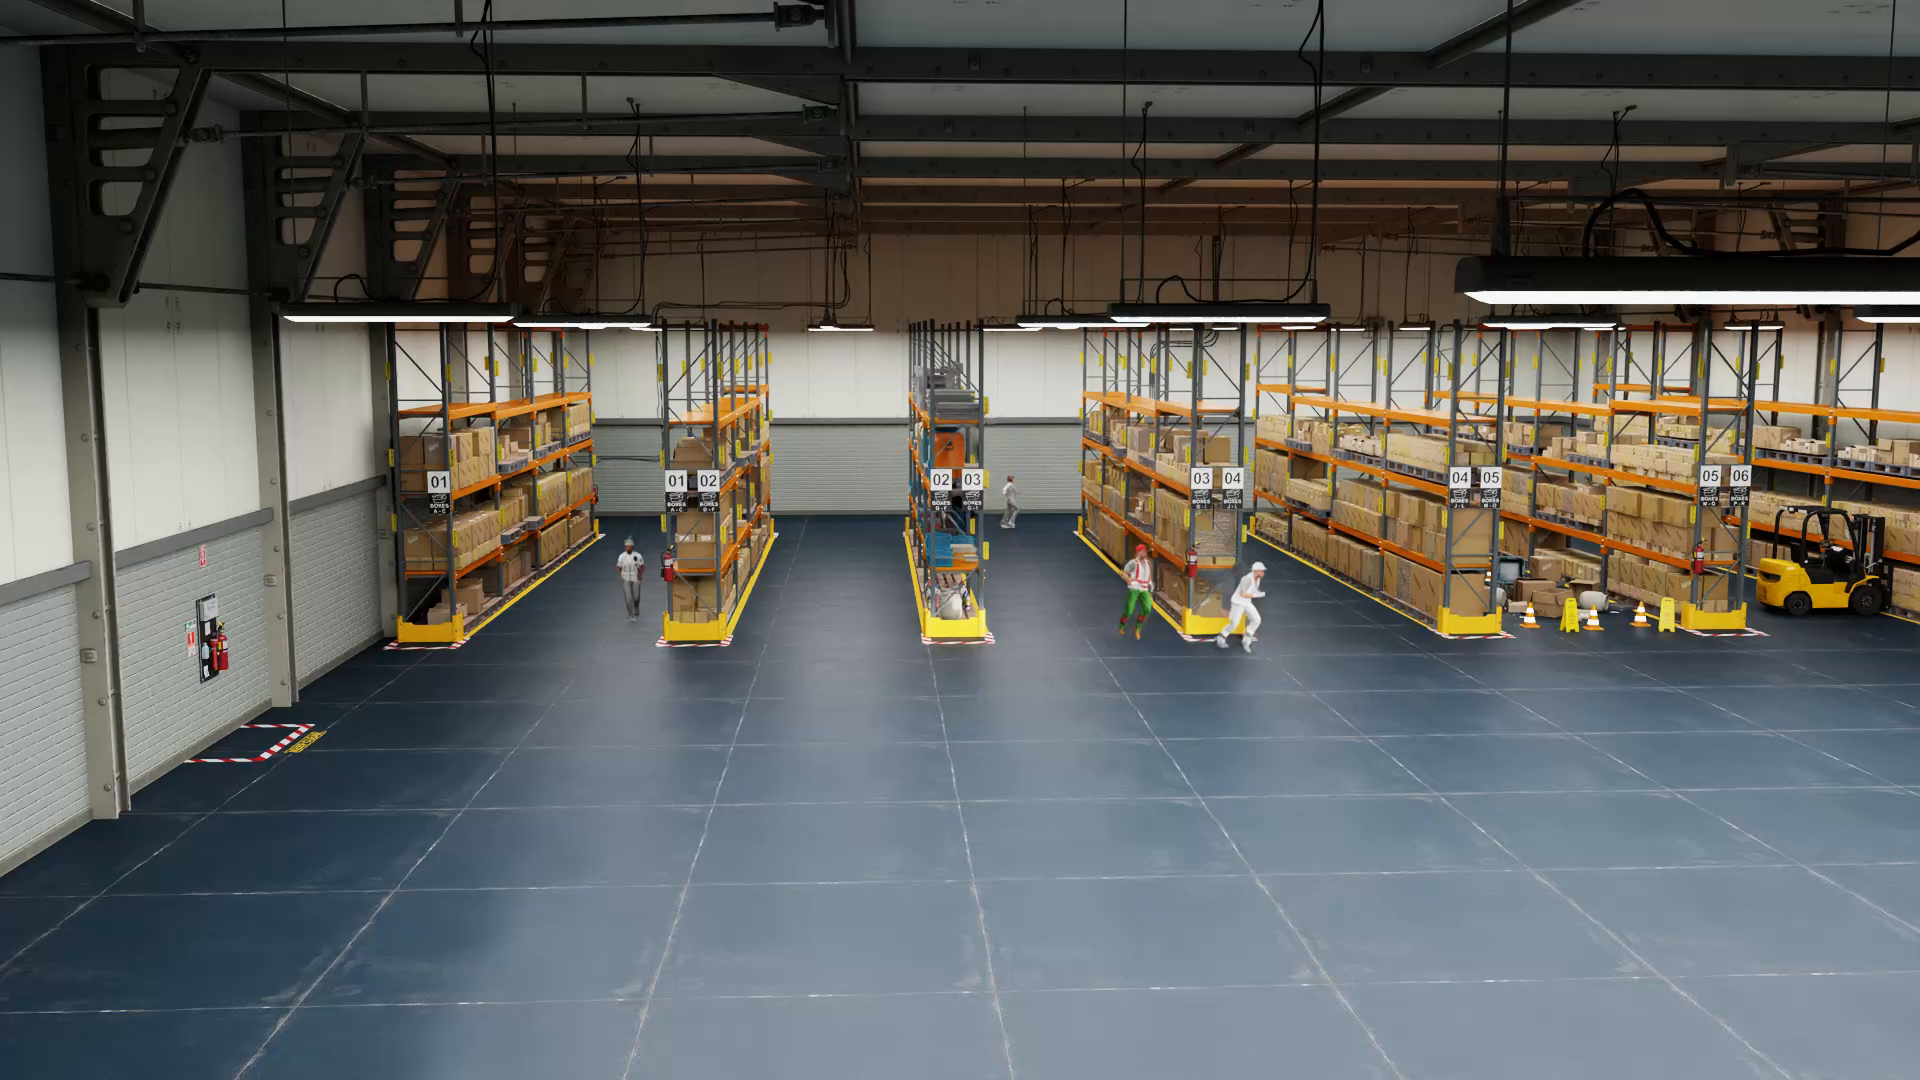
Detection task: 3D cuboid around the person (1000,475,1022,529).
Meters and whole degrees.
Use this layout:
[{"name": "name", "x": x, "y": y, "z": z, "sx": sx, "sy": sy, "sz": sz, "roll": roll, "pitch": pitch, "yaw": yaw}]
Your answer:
[{"name": "person", "x": 1.519, "y": -1.129, "z": 49.037, "sx": 0.622, "sy": 1.595, "sz": 0.517, "roll": 0, "pitch": 7, "yaw": -3}]

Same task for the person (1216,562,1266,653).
[{"name": "person", "x": 5.104, "y": 1.211, "z": 30.033, "sx": 0.992, "sy": 1.690, "sz": 0.690, "roll": 5, "pitch": 9, "yaw": 37}]

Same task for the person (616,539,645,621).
[{"name": "person", "x": -6.589, "y": 0.798, "z": 33.269, "sx": 0.555, "sy": 1.654, "sz": 0.516, "roll": -1, "pitch": 7, "yaw": -9}]

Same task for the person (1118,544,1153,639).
[{"name": "person", "x": 3.397, "y": 0.969, "z": 31.536, "sx": 0.718, "sy": 1.779, "sz": 0.667, "roll": -3, "pitch": 8, "yaw": -24}]
